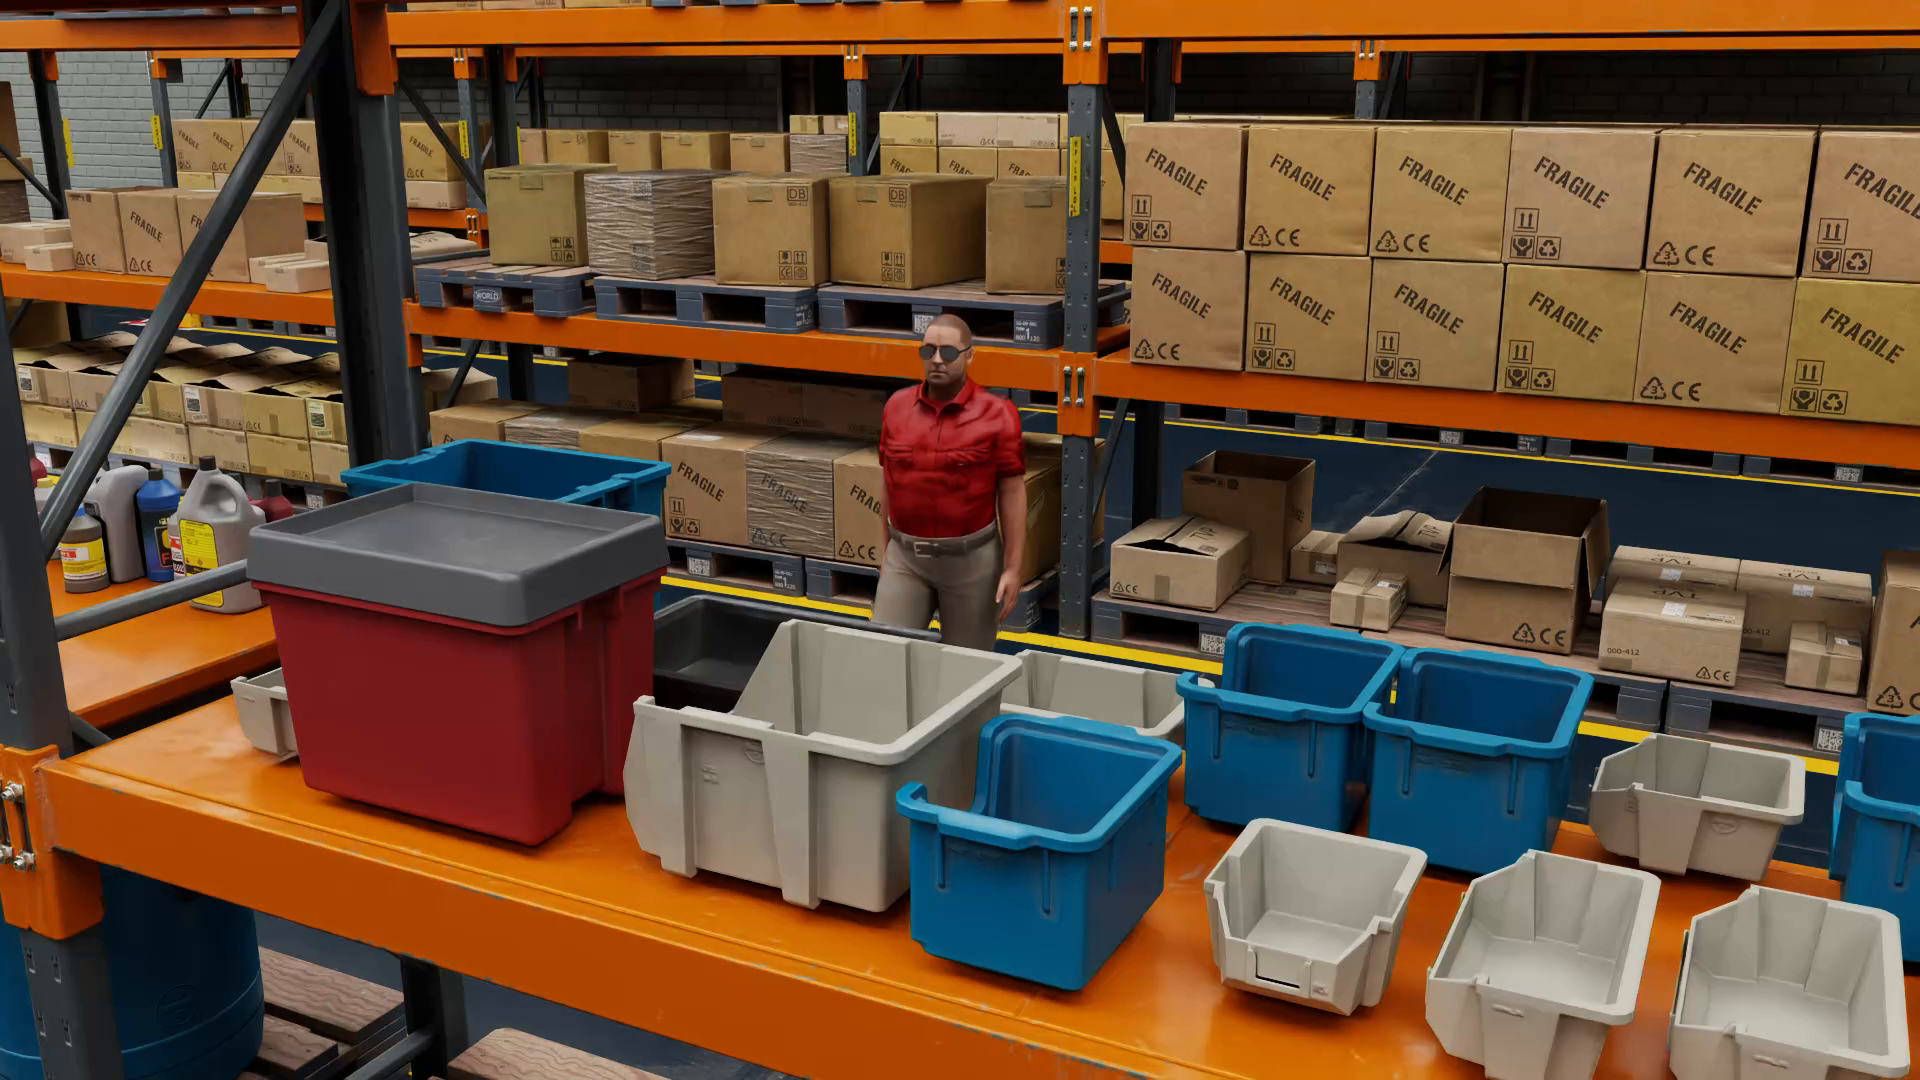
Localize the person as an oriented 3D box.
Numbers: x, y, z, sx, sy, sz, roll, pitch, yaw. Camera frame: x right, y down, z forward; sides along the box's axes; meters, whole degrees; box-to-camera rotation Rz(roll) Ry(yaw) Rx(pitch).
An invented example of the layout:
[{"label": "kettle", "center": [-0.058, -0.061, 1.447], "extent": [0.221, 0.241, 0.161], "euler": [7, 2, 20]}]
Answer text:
[{"label": "person", "center": [-0.068, 0.122, 5.669], "extent": [0.576, 1.762, 0.422], "euler": [5, 16, 16]}]
